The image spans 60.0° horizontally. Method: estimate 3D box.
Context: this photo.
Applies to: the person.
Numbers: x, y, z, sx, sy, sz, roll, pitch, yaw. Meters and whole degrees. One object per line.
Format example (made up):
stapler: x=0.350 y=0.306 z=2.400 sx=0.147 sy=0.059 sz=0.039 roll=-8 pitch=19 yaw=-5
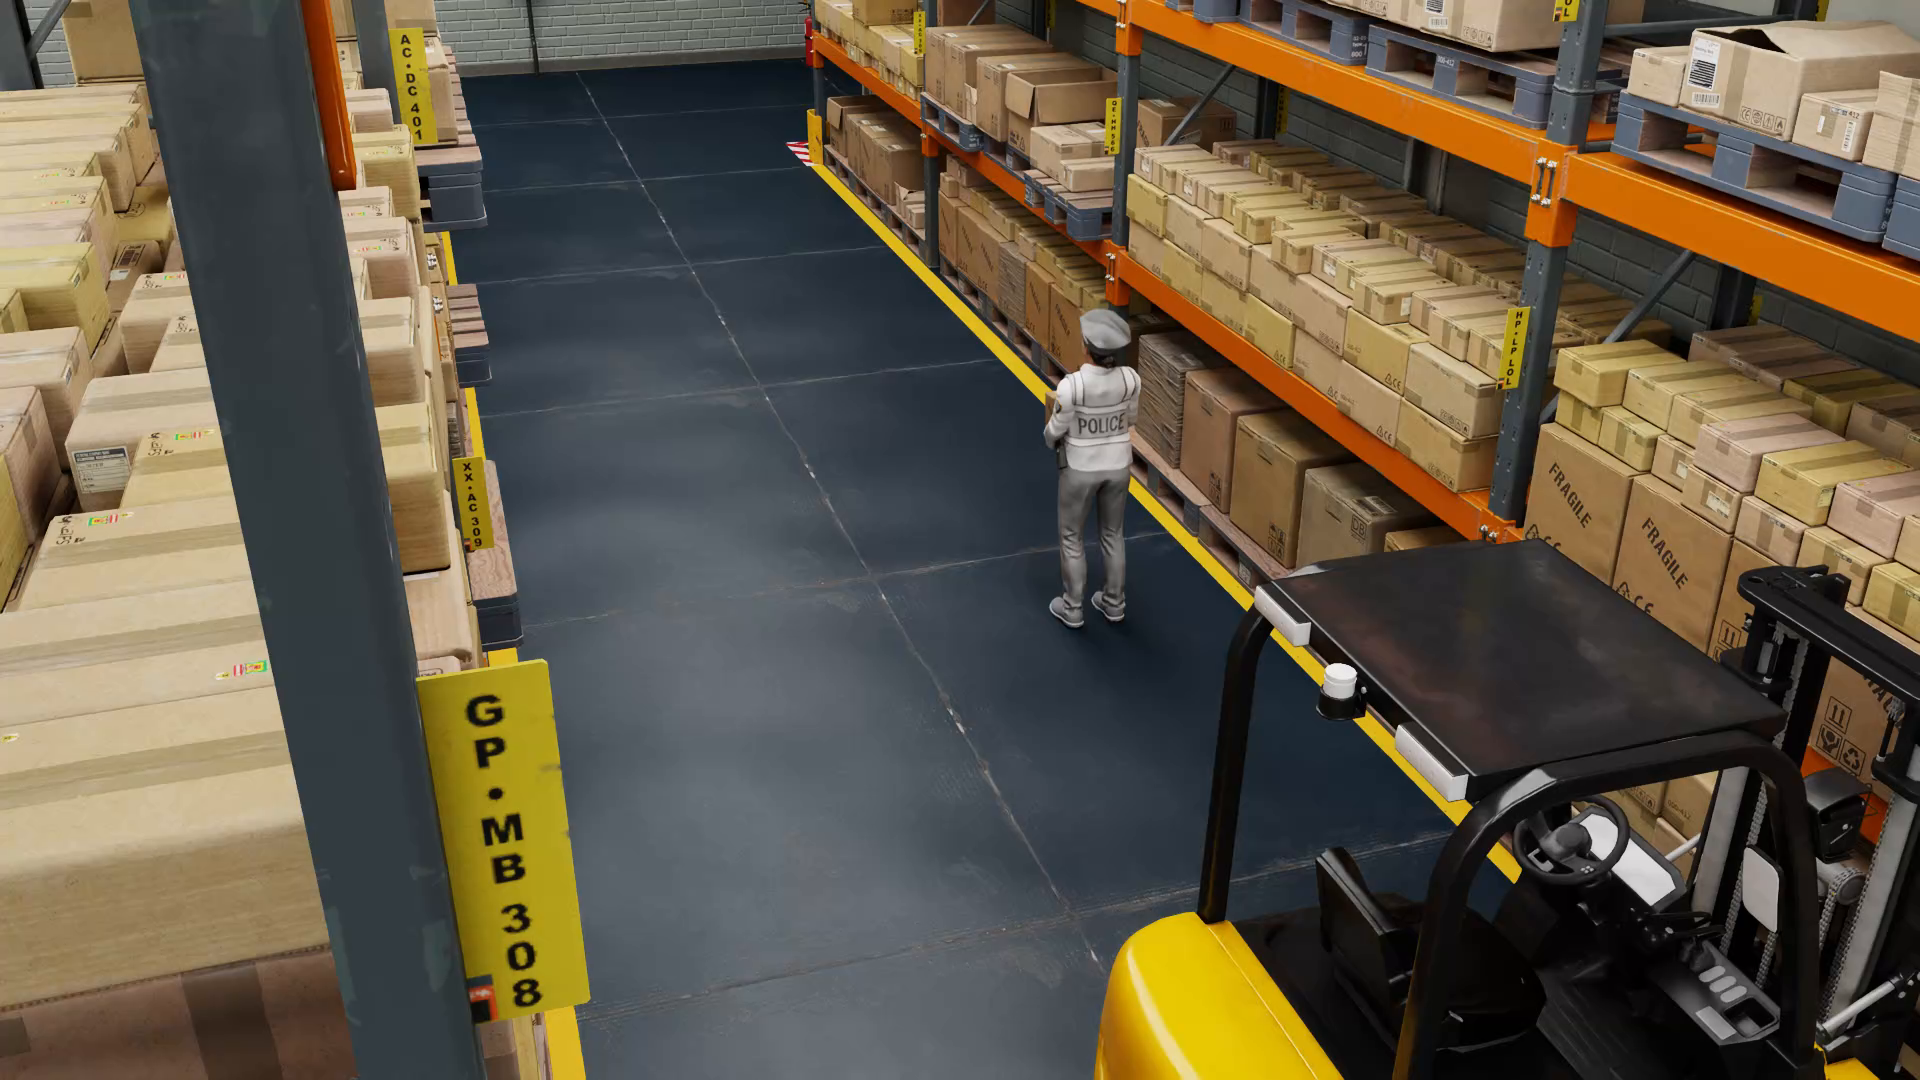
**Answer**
person: x=0.649 y=-0.380 z=8.348 sx=0.460 sy=1.686 sz=0.557 roll=-8 pitch=28 yaw=-16
